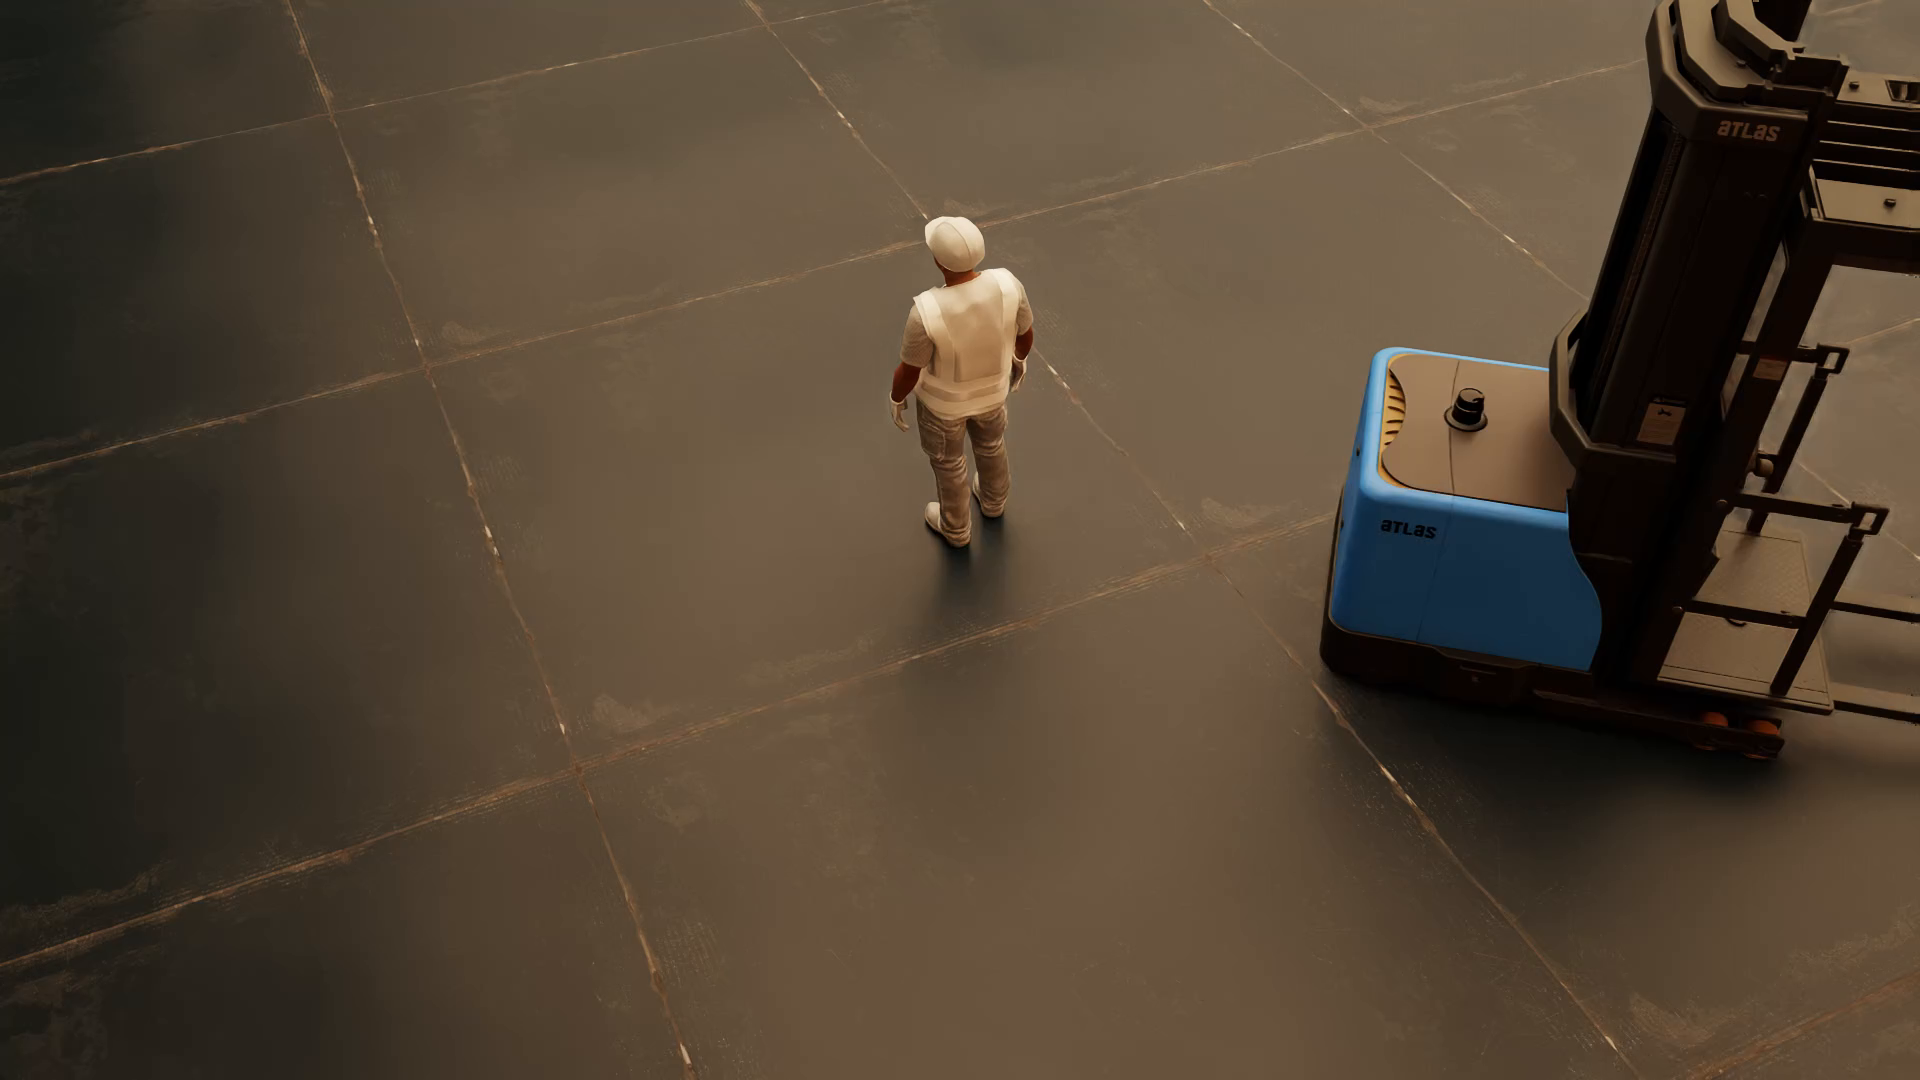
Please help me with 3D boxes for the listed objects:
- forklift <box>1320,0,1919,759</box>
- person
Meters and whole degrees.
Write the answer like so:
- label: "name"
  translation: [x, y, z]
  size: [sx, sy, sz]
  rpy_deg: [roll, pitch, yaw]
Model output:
- label: "forklift"
  translation: [3.131, -0.572, 6.293]
  size: [3.031, 2.935, 1.130]
  rpy_deg: [10, 44, 10]
- label: "person"
  translation: [-0.023, -0.704, 7.265]
  size: [0.656, 1.781, 0.577]
  rpy_deg: [-18, 46, -18]
